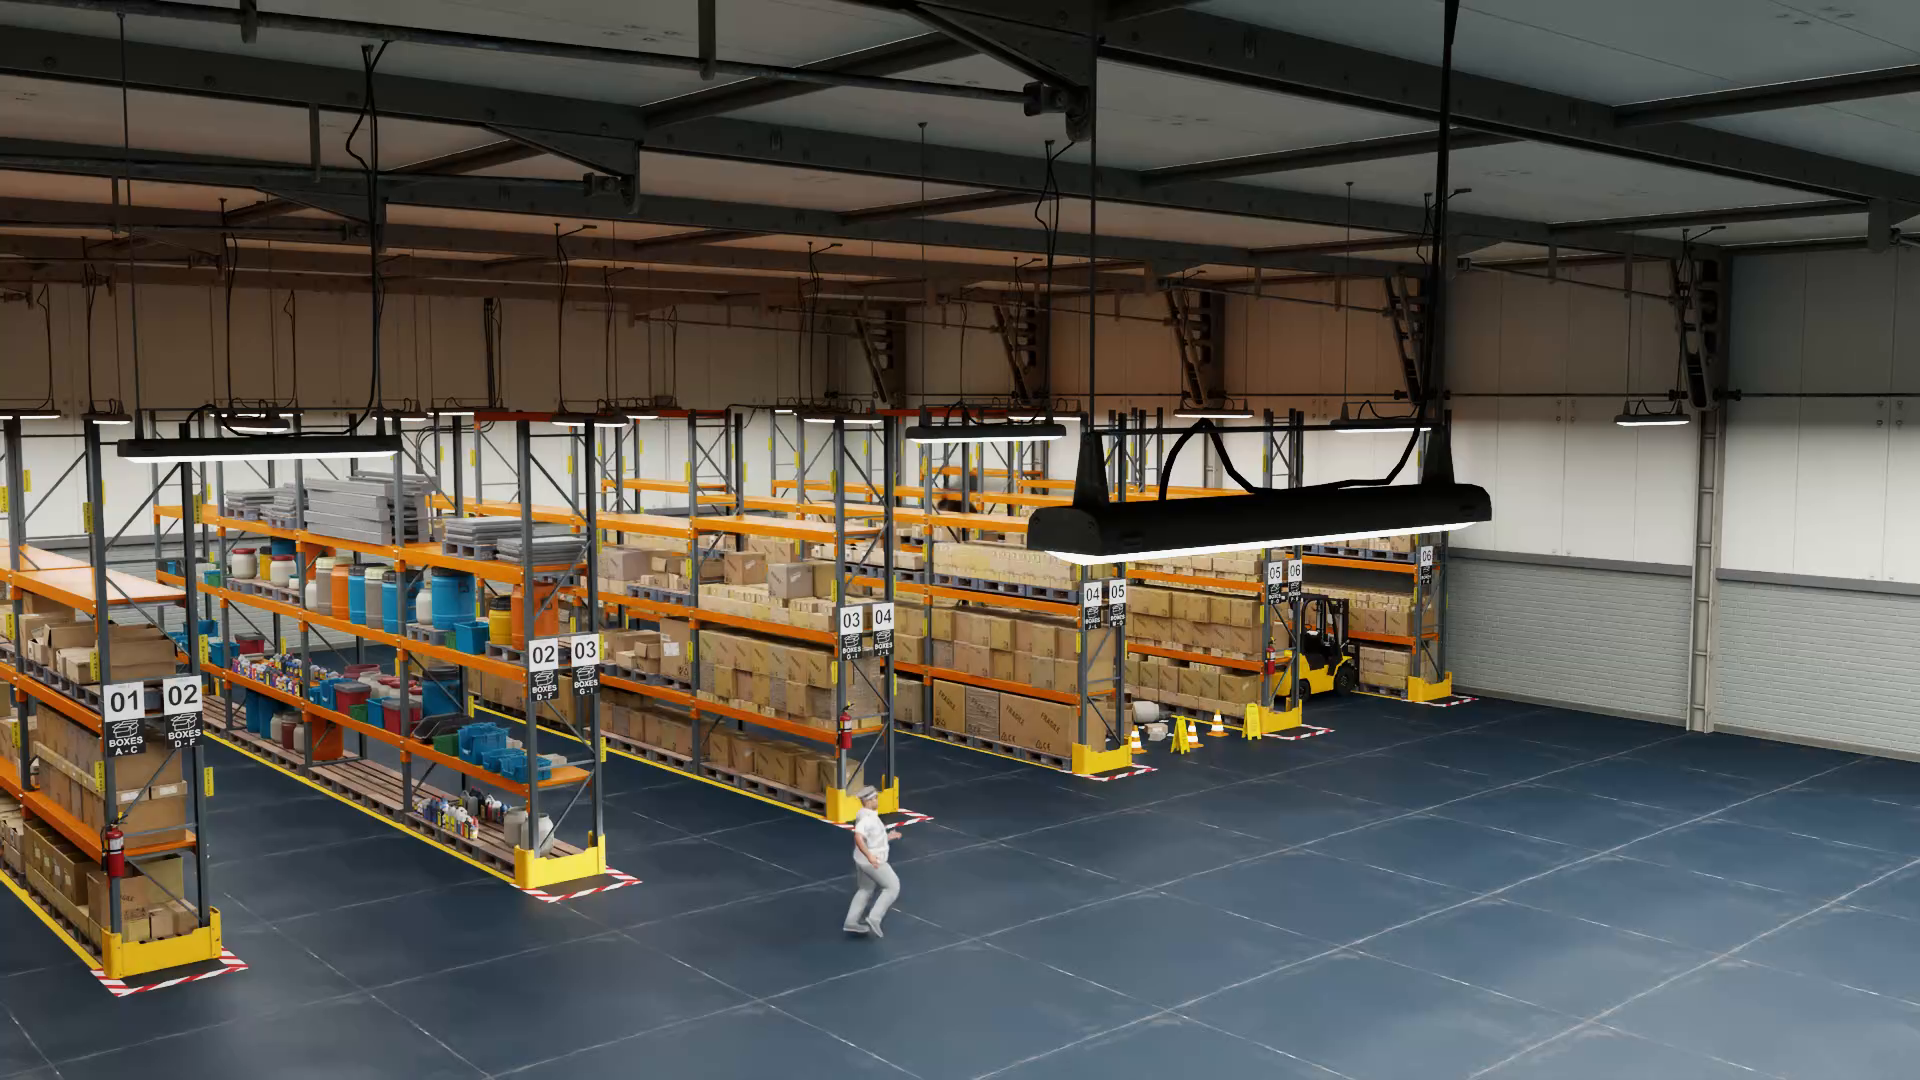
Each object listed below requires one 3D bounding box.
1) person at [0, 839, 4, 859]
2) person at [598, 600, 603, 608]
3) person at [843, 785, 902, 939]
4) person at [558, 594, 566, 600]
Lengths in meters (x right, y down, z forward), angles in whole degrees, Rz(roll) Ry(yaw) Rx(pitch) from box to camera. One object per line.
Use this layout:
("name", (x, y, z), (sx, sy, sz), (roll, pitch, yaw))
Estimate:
("person", (-11.190, 3.860, 18.943), (0.570, 1.609, 0.592), (4, 7, 41))
("person", (-9.003, 1.908, 41.141), (0.554, 1.645, 0.670), (-1, 5, -6))
("person", (-1.004, 3.751, 19.413), (0.704, 1.803, 0.638), (-2, 5, -21))
("person", (-9.447, 2.087, 39.210), (0.626, 1.648, 0.708), (1, 5, 10))
